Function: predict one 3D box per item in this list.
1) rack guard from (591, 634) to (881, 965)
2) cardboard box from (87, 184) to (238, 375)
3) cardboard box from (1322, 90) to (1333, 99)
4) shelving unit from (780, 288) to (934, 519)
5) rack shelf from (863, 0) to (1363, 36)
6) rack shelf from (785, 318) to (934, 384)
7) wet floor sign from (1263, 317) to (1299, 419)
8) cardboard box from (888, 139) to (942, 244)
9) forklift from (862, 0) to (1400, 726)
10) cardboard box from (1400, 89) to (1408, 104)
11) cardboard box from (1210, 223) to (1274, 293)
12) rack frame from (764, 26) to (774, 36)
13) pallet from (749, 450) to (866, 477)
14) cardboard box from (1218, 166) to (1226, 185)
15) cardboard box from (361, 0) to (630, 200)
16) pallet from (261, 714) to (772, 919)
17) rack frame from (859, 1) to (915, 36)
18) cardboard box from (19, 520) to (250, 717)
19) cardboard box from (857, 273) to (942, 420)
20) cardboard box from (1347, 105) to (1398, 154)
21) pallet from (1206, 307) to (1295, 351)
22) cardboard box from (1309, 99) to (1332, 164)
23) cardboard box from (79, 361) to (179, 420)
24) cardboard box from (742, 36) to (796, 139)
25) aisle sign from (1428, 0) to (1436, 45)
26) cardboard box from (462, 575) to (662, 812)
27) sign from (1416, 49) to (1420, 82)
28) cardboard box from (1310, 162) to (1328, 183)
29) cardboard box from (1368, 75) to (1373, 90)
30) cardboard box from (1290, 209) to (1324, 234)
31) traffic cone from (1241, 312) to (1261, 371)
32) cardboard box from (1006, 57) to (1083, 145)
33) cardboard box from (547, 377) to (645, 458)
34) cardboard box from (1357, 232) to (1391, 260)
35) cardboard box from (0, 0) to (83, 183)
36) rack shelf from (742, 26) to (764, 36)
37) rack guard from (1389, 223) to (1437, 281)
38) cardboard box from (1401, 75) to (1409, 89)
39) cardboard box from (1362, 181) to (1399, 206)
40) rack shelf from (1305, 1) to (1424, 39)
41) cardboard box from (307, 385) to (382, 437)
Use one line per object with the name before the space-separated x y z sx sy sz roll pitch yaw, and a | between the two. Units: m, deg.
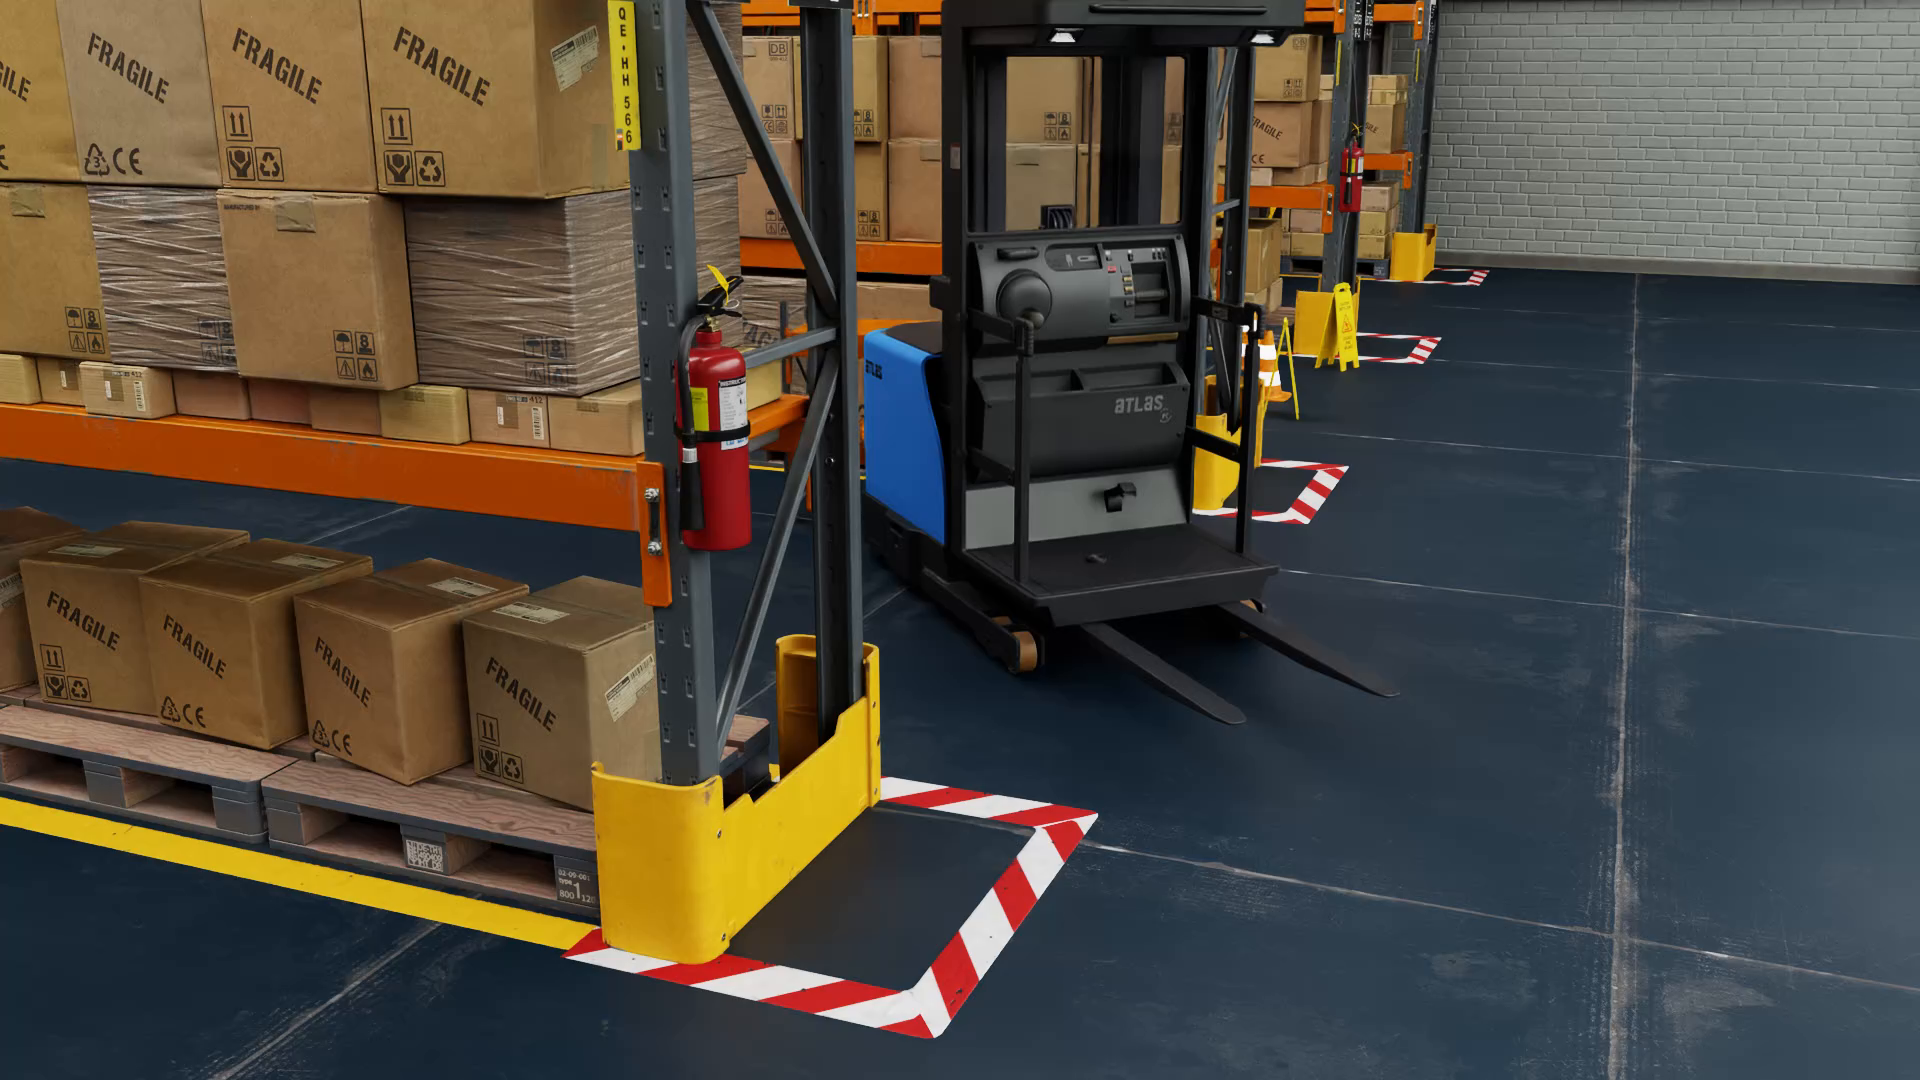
rack guard | -0.609 0.707 4.842 0.348 0.500 1.175 6 17 21
cardboard box | -1.998 -0.822 4.913 0.500 0.500 0.875 6 17 21
cardboard box | 4.023 -4.727 17.733 0.250 0.149 0.380 7 17 22
shelving unit | -0.327 -0.675 8.481 1.048 1.125 0.538 3 16 10
rack shelf | 1.238 -4.356 13.707 4.000 0.370 1.077 6 17 21
rack shelf | -0.327 -0.956 8.400 1.000 0.278 0.538 3 16 10
wet floor sign | 2.129 -1.142 10.949 0.232 0.644 0.267 3 17 11
cardboard box | 0.019 -2.000 9.415 0.550 0.550 0.875 6 17 21
forklift | 0.582 -1.027 6.455 1.130 2.935 3.031 -7 18 -22
cardboard box | 4.695 -4.805 18.003 0.250 0.149 0.380 6 17 19
cardboard box | 2.257 -2.312 13.590 0.500 0.500 0.500 6 17 21
rack frame | -2.526 -5.162 20.575 0.127 3.000 1.000 6 17 21
pallet | -0.528 -0.609 9.894 1.213 0.211 1.003 6 17 21
cardboard box | 2.165 -2.947 13.395 0.250 0.149 0.380 6 17 20
cardboard box | -1.140 -1.149 4.245 0.500 0.500 0.500 6 17 21
pallet | -1.352 0.753 5.200 1.213 0.211 1.003 6 17 21
rack frame | -0.623 -3.465 14.729 0.127 3.000 1.000 6 17 21
cardboard box | -2.760 0.255 5.646 0.500 0.500 0.500 5 17 16
cardboard box | -0.099 -1.085 9.588 0.875 0.875 0.875 6 17 20
cardboard box | 4.362 -4.374 17.680 0.500 0.500 0.500 6 17 19
pallet | 2.285 -1.817 14.053 1.213 0.211 1.003 6 17 21
cardboard box | 2.759 -3.367 13.679 0.500 0.500 0.500 6 17 20
cardboard box | -2.313 -0.467 4.852 0.250 0.149 0.380 6 17 21
cardboard box | -1.008 -2.598 9.536 0.550 0.550 0.875 6 17 21
aisle sign | 4.869 -5.509 17.108 0.004 0.787 0.394 6 17 21
cardboard box | -1.113 0.445 4.992 0.500 0.500 0.500 10 19 31
sign | 4.704 -4.874 17.081 0.005 0.325 0.100 6 17 21
cardboard box | 2.858 -3.024 13.660 0.250 0.149 0.380 6 17 21
cardboard box | 4.264 -4.845 17.607 0.250 0.149 0.380 6 17 21
cardboard box | 3.886 -3.488 18.089 0.500 0.250 0.500 6 17 20
traffic cone | 2.225 -1.547 12.673 0.334 0.463 0.336 6 17 21
cardboard box | 0.499 -2.433 8.967 0.550 0.550 0.875 6 17 21
cardboard box | -0.879 -0.341 4.418 0.250 0.149 0.380 6 17 21
cardboard box | 4.363 -3.191 17.964 0.500 0.250 0.500 6 17 21
cardboard box | -2.534 -1.304 4.778 0.500 0.500 0.500 6 17 21
rack shelf | -4.387 -6.462 20.961 4.000 0.370 1.077 6 17 21
rack guard | 4.938 -3.141 18.096 0.348 0.500 1.175 6 17 21
cardboard box | 4.682 -4.936 17.919 0.250 0.149 0.380 6 17 20
cardboard box | 4.538 -3.803 18.279 0.500 0.250 0.500 6 17 20
rack shelf | 3.055 -5.643 18.142 4.000 0.370 1.077 6 17 21
cardboard box | -1.590 -0.408 4.650 0.250 0.149 0.380 6 17 21
